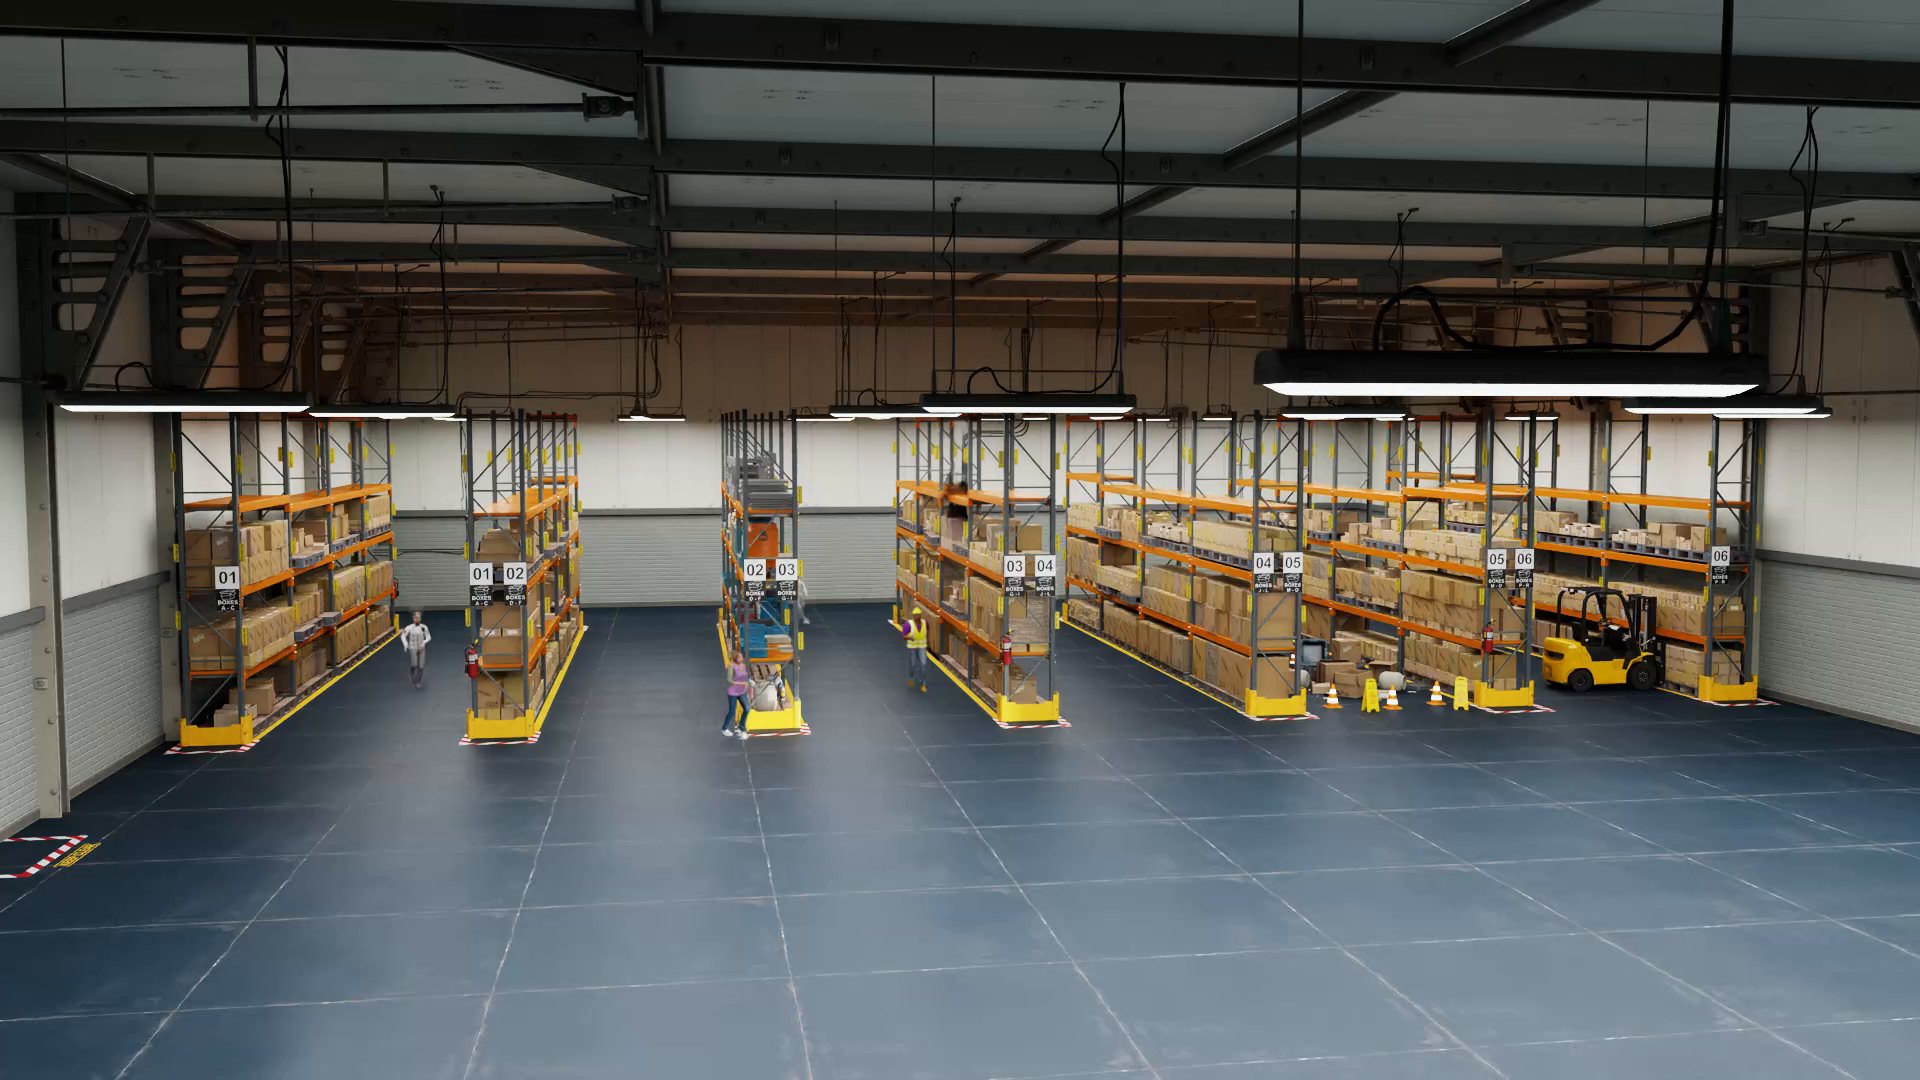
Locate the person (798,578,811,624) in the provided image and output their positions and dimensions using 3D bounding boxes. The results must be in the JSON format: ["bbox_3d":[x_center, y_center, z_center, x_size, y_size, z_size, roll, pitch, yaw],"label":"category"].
[{"bbox_3d":[-4.560,1.586,47.692,0.736,1.621,0.900,3,5,41],"label":"person"}]

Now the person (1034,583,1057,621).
[{"bbox_3d":[2.334,1.644,45.620,0.672,1.811,0.989,0,4,-5],"label":"person"}]

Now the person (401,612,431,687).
[{"bbox_3d":[-11.769,2.380,36.066,0.603,1.659,0.541,-2,5,-28],"label":"person"}]

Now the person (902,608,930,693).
[{"bbox_3d":[-0.946,2.339,35.743,0.640,1.796,0.890,-1,4,-10],"label":"person"}]

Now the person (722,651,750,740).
[{"bbox_3d":[-4.035,2.836,30.201,0.698,1.653,0.559,3,5,40],"label":"person"}]
